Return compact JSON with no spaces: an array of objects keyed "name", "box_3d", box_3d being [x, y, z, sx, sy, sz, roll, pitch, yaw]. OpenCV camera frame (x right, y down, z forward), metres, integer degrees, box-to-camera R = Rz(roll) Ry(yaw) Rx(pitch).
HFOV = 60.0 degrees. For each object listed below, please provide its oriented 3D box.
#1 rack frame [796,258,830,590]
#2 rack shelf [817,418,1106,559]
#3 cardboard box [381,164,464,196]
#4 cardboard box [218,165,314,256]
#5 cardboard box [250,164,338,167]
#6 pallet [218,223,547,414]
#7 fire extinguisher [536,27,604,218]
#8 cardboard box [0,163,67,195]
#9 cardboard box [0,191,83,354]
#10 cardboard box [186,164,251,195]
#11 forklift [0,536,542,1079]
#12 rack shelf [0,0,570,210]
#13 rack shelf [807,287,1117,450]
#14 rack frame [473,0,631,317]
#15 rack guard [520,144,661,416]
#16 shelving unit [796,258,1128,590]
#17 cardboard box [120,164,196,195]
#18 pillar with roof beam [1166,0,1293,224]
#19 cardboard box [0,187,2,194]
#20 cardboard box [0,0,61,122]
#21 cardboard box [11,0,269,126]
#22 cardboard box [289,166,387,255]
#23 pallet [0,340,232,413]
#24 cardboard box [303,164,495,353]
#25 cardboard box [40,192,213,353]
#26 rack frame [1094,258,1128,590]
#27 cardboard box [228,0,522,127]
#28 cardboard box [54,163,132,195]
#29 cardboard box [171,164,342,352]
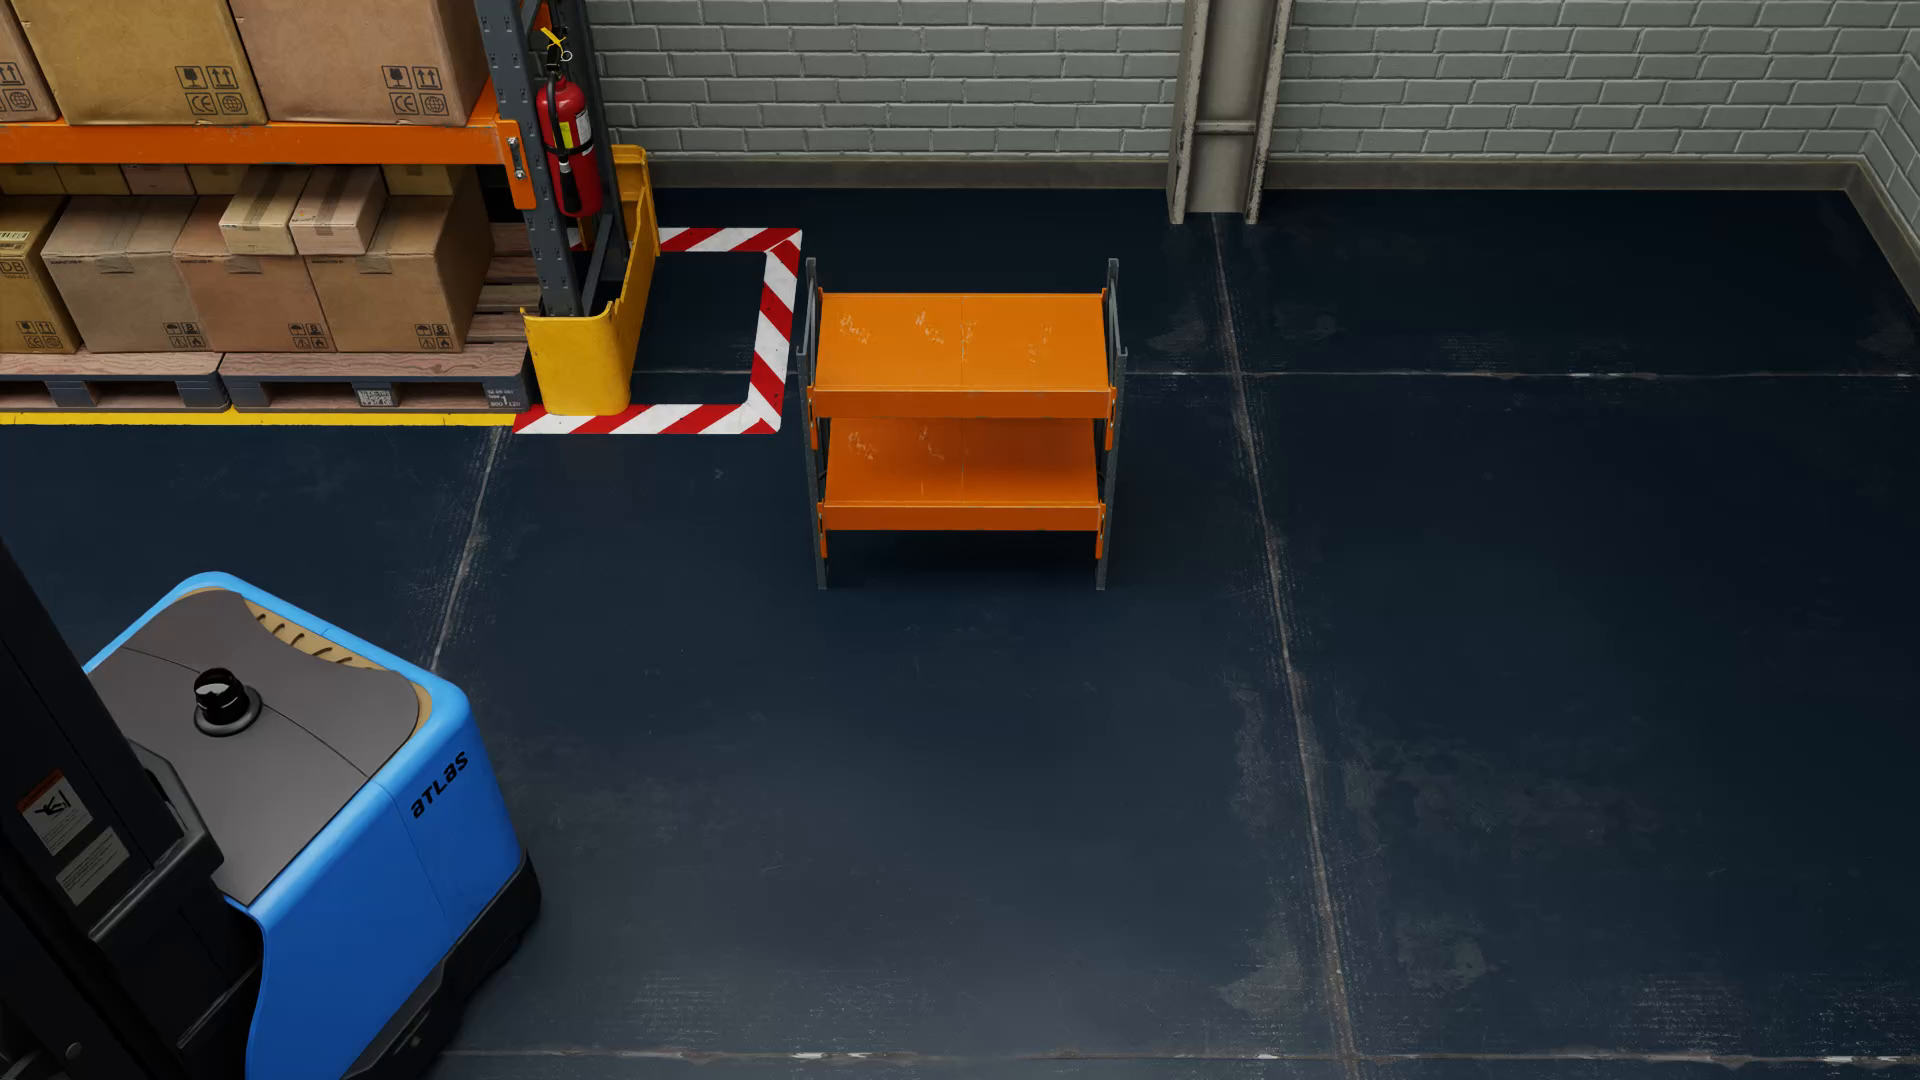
[{"name":"rack frame","box_3d":[-0.502,-0.385,5.840,0.032,1.125,0.500,0,47,0]},{"name":"rack shelf","box_3d":[0.007,-0.217,6.017,1.000,0.278,0.538,0,47,0]},{"name":"cardboard box","box_3d":[-2.116,-1.540,6.612,0.250,0.149,0.380,0,47,0]},{"name":"cardboard box","box_3d":[-2.626,-1.261,6.352,0.250,0.149,0.380,1,47,1]},{"name":"cardboard box","box_3d":[-2.622,-1.541,6.612,0.250,0.149,0.380,0,47,0]},{"name":"pallet","box_3d":[-2.341,-0.947,6.988,1.213,0.211,1.003,0,47,0]},{"name":"fire extinguisher","box_3d":[-1.392,-1.461,5.868,0.183,0.674,0.296,0,47,0]},{"name":"cardboard box","box_3d":[-3.637,-1.543,6.615,0.250,0.149,0.380,-1,47,-1]},{"name":"cardboard box","box_3d":[-3.778,-1.171,6.712,0.500,0.500,0.700,1,47,1]},{"name":"cardboard box","box_3d":[-2.873,-1.542,6.613,0.250,0.149,0.380,1,47,0]},{"name":"forklift","box_3d":[-2.442,0.914,3.397,1.130,2.935,3.031,22,51,19]},{"name":"rack shelf","box_3d":[-3.541,-1.713,6.287,4.000,0.370,1.077,0,47,0]},{"name":"rack shelf","box_3d":[0.007,-0.583,5.624,1.000,0.278,0.538,0,47,0]},{"name":"rack frame","box_3d":[-1.541,-1.953,6.018,0.127,3.000,1.000,0,47,0]},{"name":"rack guard","box_3d":[-1.517,-1.101,6.933,0.348,0.500,1.175,0,47,0]},{"name":"shelving unit","box_3d":[0.007,-0.383,5.838,1.048,1.125,0.538,0,47,0]},{"name":"cardboard box","box_3d":[-3.127,-1.542,6.614,0.250,0.149,0.380,1,47,1]},{"name":"pillar with roof beam","box_3d":[1.146,-1.471,1.472,0.400,9.000,9.100,0,47,0]},{"name":"cardboard box","box_3d":[-3.895,-1.543,6.615,0.250,0.149,0.380,1,47,1]},{"name":"cardboard box","box_3d":[-3.541,-2.052,5.905,0.700,0.700,0.980,-2,47,-2]},{"name":"cardboard box","box_3d":[-2.779,-2.043,5.897,0.700,0.700,0.980,0,47,0]},{"name":"cardboard box","box_3d":[-2.371,-1.261,6.352,0.250,0.149,0.380,0,47,0]},{"name":"pallet","box_3d":[-3.558,-0.953,6.993,1.213,0.211,1.003,0,47,0]},{"name":"cardboard box","box_3d":[-2.242,-1.173,6.713,0.500,0.500,0.700,0,47,0]},{"name":"cardboard box","box_3d":[-3.245,-1.175,6.715,0.500,0.500,0.700,-1,47,-1]},{"name":"rack frame","box_3d":[0.515,-0.382,5.837,0.032,1.125,0.500,0,47,0]},{"name":"cardboard box","box_3d":[-2.051,-2.049,5.903,0.700,0.700,0.980,2,47,2]},{"name":"cardboard box","box_3d":[-3.384,-1.542,6.614,0.250,0.149,0.380,1,47,1]},{"name":"cardboard box","box_3d":[-2.742,-1.174,6.714,0.500,0.500,0.700,0,47,0]}]
